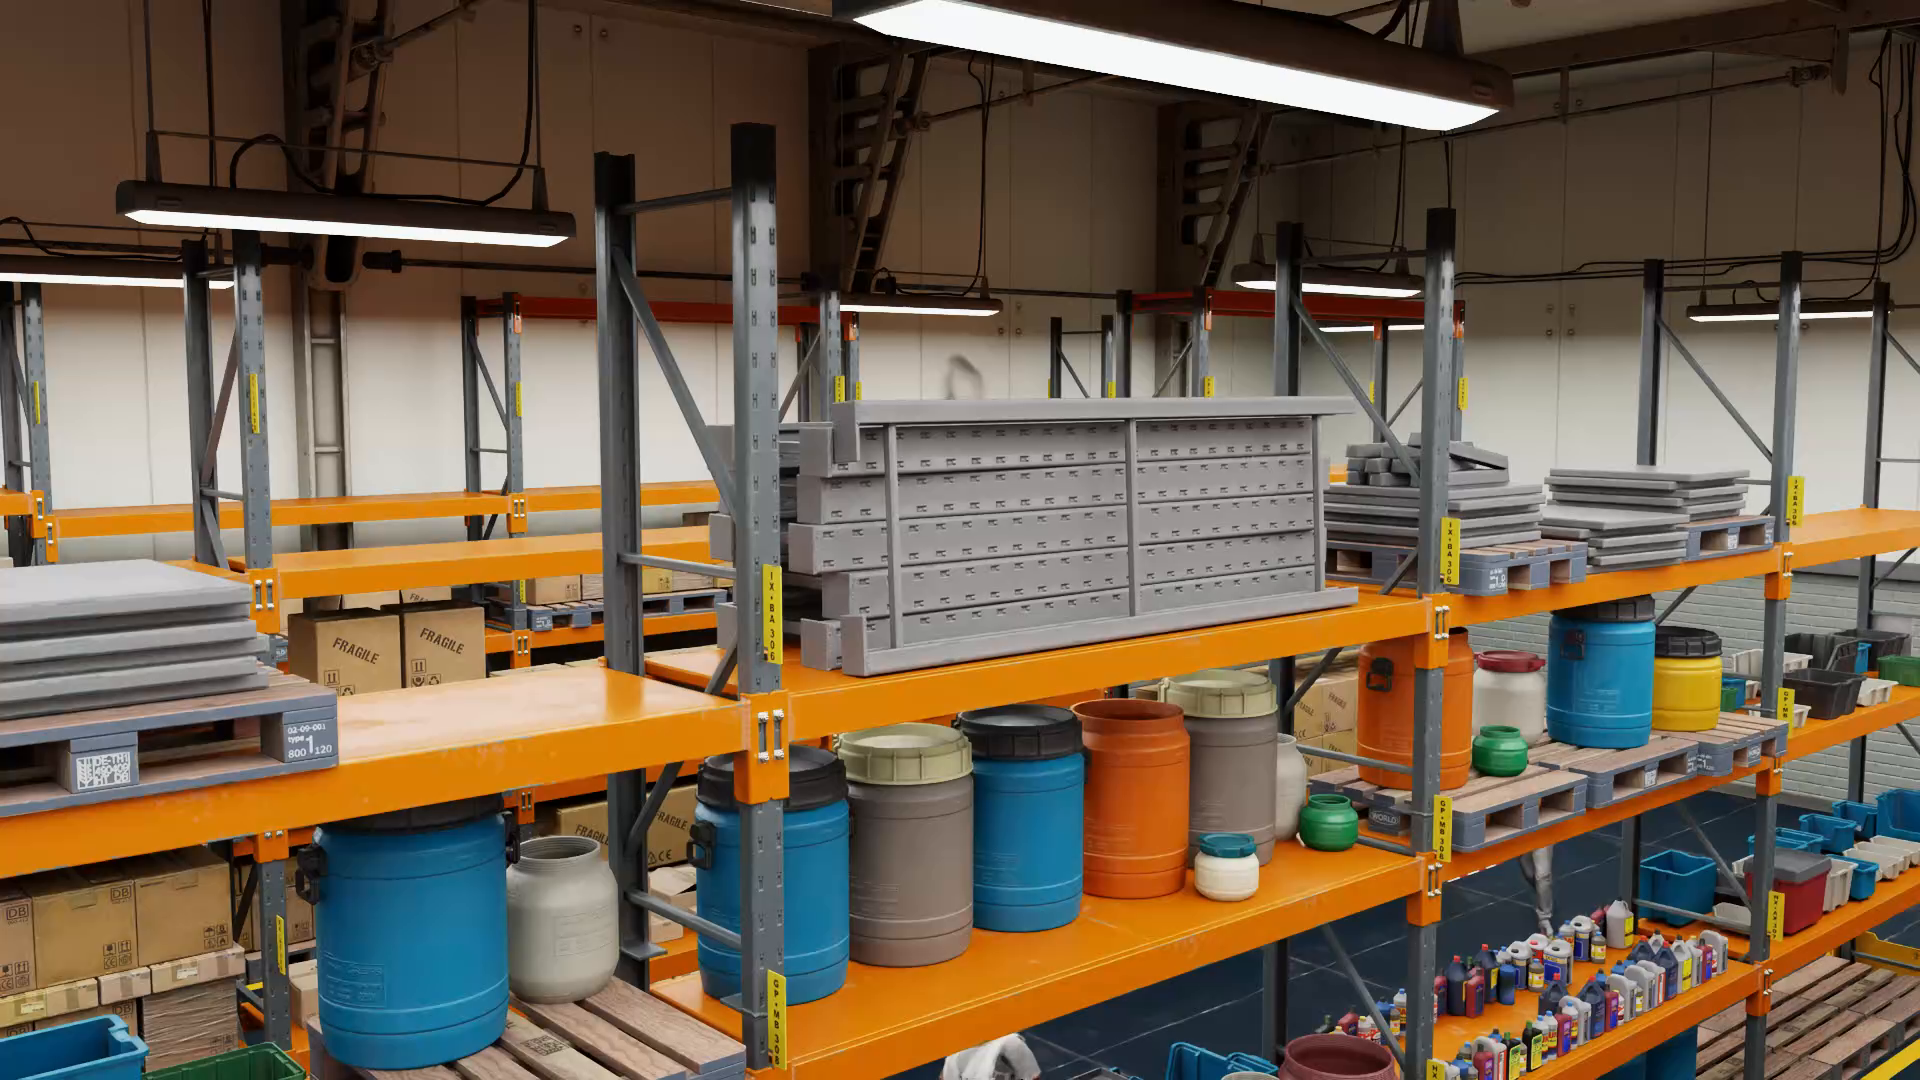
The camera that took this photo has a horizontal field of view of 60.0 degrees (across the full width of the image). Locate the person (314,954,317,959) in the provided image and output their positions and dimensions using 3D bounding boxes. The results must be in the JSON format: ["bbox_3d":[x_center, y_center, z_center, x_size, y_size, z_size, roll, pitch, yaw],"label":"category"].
[{"bbox_3d":[-4.254,3.199,11.974,0.764,1.750,0.562,-5,7,-43],"label":"person"}]

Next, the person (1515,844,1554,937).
[{"bbox_3d":[5.413,2.794,15.950,0.687,1.752,0.894,3,6,26],"label":"person"}]

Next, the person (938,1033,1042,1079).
[{"bbox_3d":[0.075,3.394,9.533,0.593,1.736,0.672,-5,7,-42],"label":"person"}]
